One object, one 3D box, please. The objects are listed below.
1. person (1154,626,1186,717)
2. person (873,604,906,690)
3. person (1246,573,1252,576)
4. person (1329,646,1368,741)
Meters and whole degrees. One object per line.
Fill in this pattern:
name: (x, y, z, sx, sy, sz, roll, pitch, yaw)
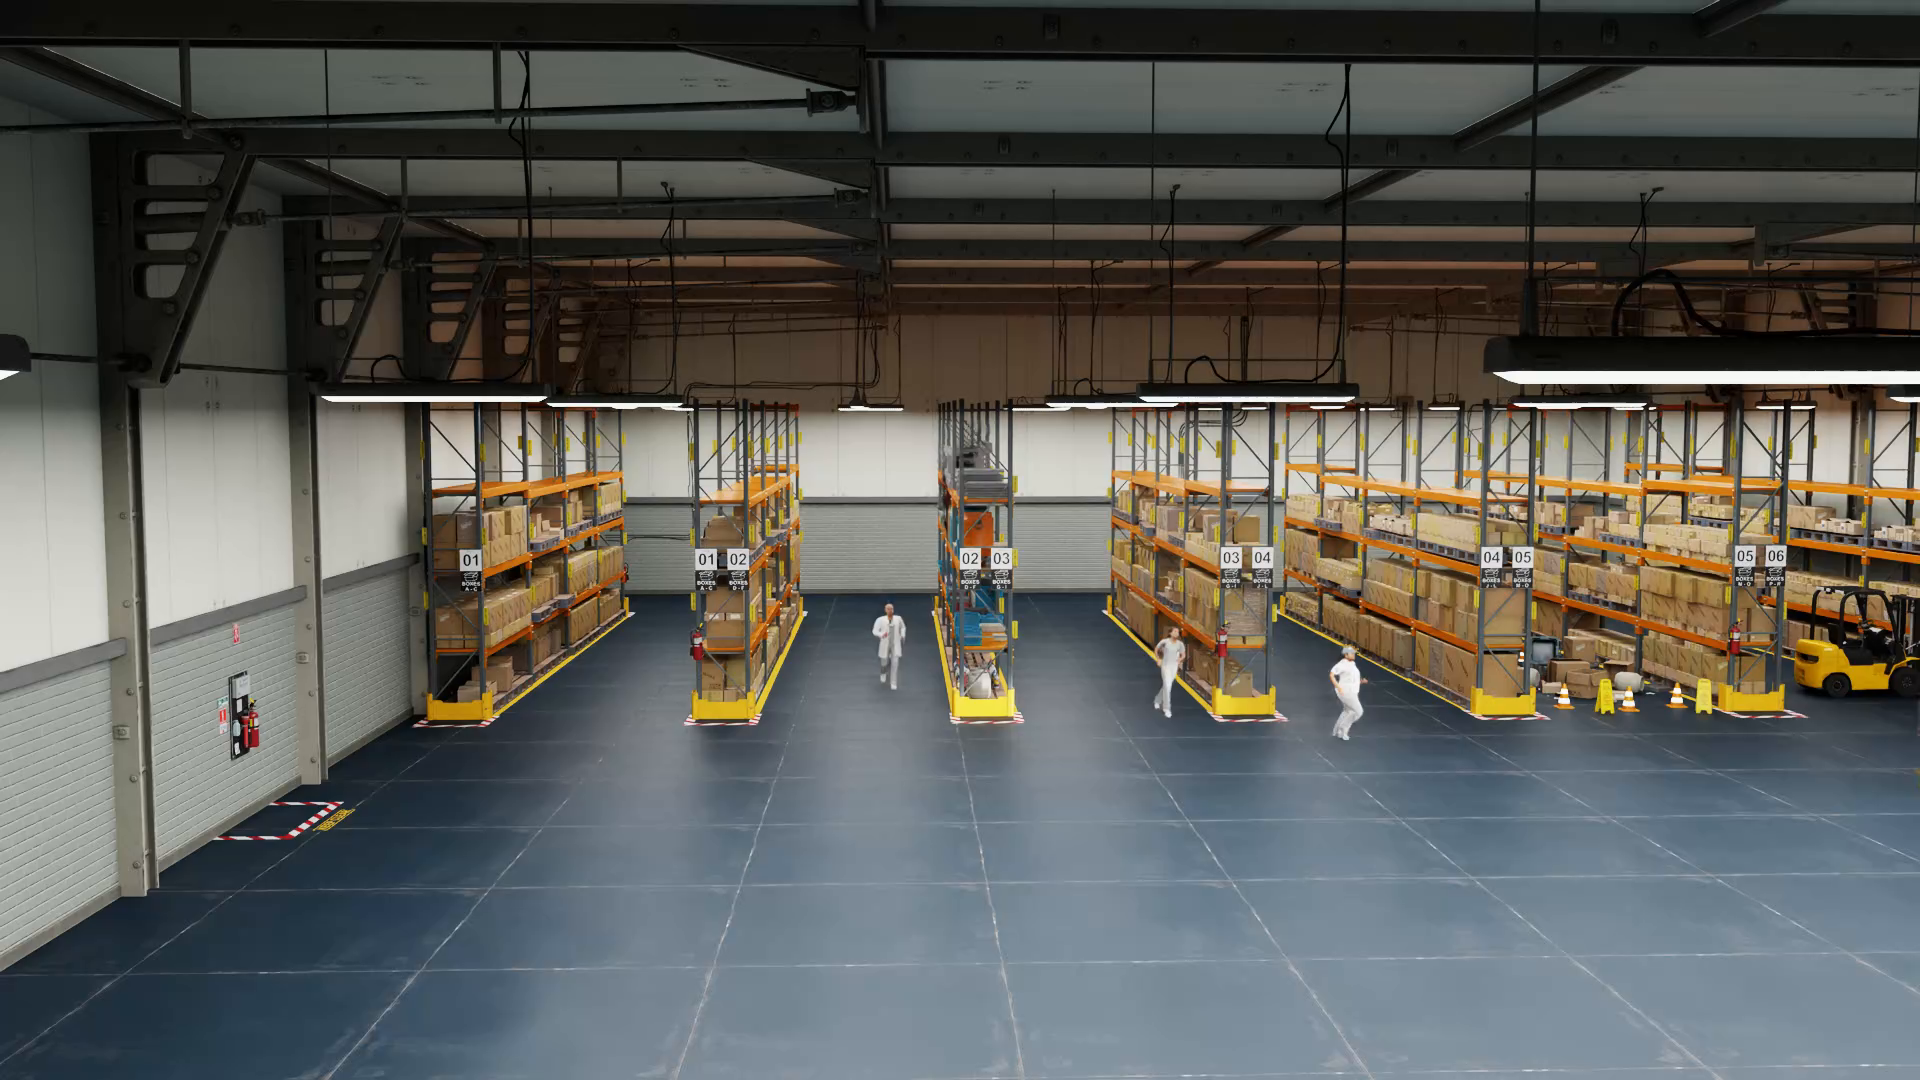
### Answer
person: (4.030, 2.480, 31.825, 0.567, 1.687, 0.816, -2, 5, -19)
person: (-1.461, 2.209, 34.712, 0.721, 1.750, 0.958, -1, 4, -11)
person: (8.039, 1.350, 46.480, 0.748, 1.734, 0.786, 1, 4, 8)
person: (6.820, 2.686, 29.108, 0.636, 1.644, 0.587, 3, 5, 31)
